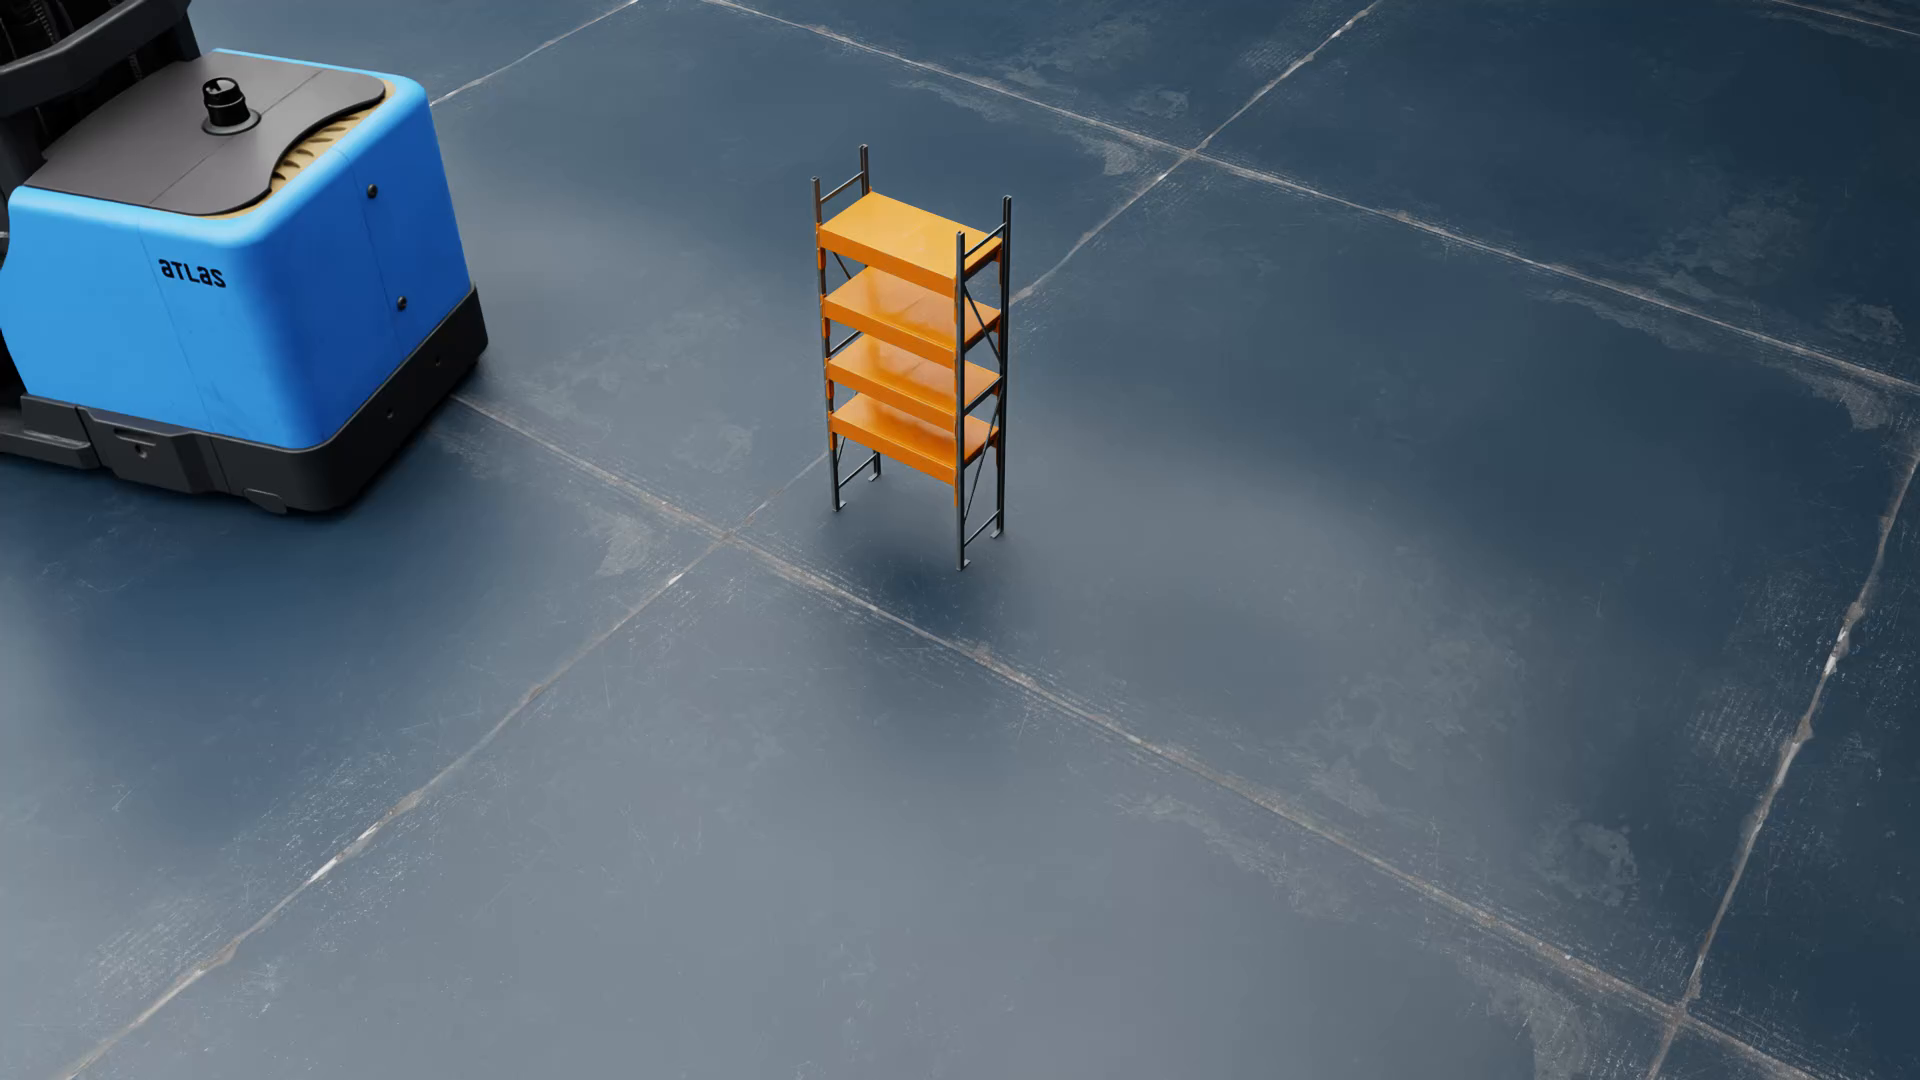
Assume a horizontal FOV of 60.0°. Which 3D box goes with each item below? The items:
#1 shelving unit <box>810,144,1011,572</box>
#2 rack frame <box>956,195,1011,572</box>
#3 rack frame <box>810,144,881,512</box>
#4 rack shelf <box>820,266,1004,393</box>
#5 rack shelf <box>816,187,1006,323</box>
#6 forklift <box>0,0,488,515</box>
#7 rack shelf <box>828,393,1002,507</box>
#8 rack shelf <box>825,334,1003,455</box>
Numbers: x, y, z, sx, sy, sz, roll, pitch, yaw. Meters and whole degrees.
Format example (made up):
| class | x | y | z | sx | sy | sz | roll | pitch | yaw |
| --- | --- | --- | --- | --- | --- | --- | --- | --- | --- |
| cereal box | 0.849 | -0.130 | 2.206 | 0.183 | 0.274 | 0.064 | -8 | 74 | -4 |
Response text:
| class | x | y | z | sx | sy | sz | roll | pitch | yaw |
| --- | --- | --- | --- | --- | --- | --- | --- | --- | --- |
| shelving unit | -0.136 | -0.511 | 4.921 | 0.503 | 1.200 | 0.258 | 25 | 48 | 25 |
| rack frame | 0.064 | -0.417 | 4.816 | 0.015 | 1.200 | 0.240 | 25 | 48 | 25 |
| rack frame | -0.335 | -0.604 | 5.025 | 0.015 | 1.200 | 0.240 | 25 | 48 | 25 |
| rack shelf | -0.136 | -0.627 | 4.816 | 0.480 | 0.148 | 0.258 | 25 | 48 | 25 |
| rack shelf | -0.136 | -0.803 | 4.659 | 0.480 | 0.148 | 0.258 | 25 | 48 | 25 |
| forklift | -3.255 | -1.740 | 4.997 | 3.031 | 2.935 | 1.130 | 12 | 43 | 13 |
| rack shelf | -0.136 | -0.312 | 5.098 | 0.480 | 0.148 | 0.258 | 25 | 48 | 25 |
| rack shelf | -0.136 | -0.460 | 4.966 | 0.480 | 0.148 | 0.258 | 25 | 48 | 25 |
